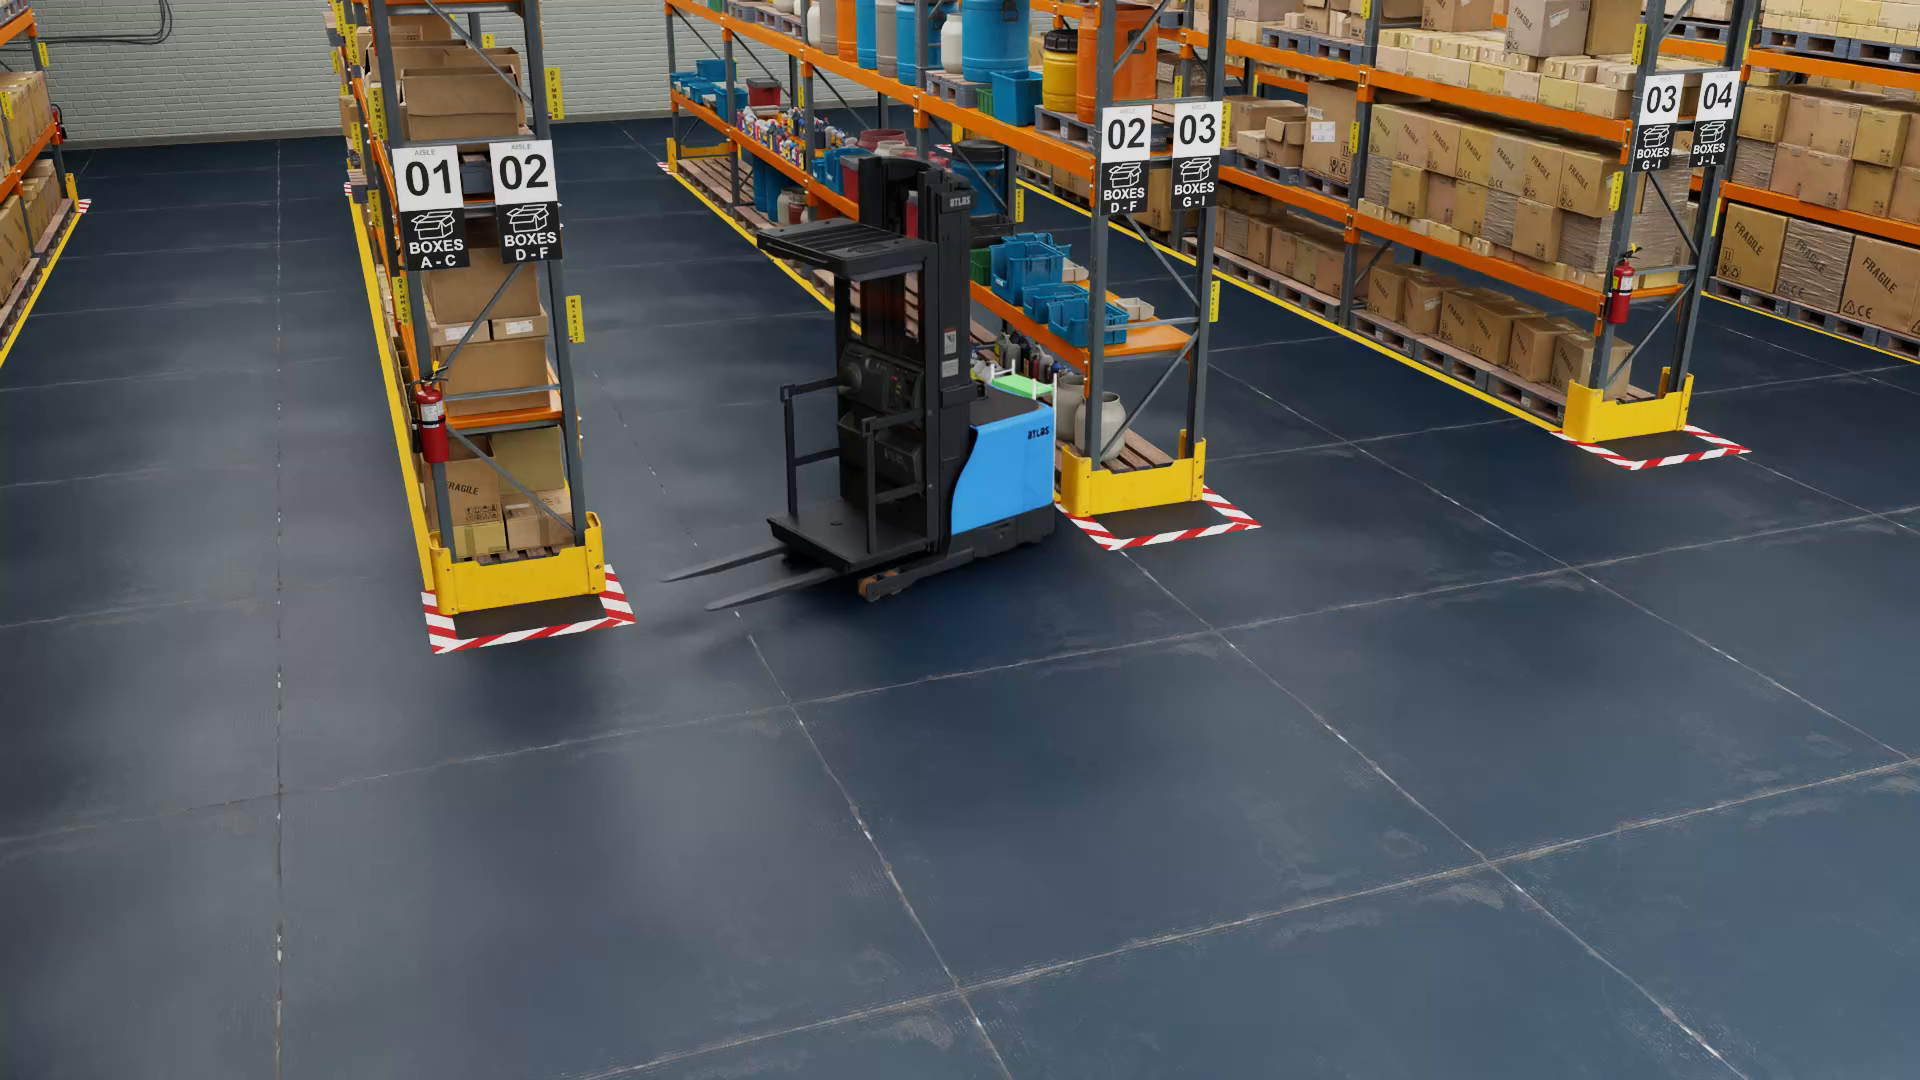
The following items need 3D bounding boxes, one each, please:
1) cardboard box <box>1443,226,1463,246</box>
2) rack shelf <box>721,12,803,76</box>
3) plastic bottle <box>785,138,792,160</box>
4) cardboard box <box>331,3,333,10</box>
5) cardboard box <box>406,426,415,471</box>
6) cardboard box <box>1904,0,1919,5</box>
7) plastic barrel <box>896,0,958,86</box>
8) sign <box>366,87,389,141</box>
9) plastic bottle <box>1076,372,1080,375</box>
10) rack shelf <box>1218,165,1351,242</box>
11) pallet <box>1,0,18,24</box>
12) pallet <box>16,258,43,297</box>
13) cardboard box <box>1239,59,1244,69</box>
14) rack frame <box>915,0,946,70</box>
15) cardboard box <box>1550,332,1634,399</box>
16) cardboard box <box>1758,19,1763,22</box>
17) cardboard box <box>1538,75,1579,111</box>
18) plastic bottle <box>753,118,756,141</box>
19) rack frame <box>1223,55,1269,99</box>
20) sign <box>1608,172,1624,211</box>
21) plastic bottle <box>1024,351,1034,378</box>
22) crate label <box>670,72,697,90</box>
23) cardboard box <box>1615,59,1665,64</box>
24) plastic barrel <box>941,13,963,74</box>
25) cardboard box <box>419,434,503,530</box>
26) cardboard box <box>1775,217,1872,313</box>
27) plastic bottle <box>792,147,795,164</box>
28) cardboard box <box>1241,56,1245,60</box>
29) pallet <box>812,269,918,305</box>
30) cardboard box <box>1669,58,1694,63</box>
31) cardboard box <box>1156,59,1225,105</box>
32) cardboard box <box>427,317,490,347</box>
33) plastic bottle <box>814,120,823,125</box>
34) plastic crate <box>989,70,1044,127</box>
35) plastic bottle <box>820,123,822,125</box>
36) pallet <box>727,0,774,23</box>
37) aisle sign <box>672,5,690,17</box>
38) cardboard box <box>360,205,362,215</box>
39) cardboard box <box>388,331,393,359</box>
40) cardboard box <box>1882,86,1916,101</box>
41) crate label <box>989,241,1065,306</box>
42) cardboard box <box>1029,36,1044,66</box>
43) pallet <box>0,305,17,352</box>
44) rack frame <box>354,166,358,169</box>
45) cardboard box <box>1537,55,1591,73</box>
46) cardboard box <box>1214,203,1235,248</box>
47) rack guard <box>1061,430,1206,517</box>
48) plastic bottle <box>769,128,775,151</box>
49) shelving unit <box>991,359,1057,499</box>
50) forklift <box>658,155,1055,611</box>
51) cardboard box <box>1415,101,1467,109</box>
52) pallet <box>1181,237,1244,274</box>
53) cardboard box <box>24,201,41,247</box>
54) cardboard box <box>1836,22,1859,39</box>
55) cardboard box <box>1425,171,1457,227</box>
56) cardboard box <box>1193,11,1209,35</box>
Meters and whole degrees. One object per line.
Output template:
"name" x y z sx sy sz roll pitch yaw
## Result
"cardboard box" 5.037 -3.034 16.533 0.380 0.149 0.250 -8 24 -19
"rack shelf" -2.053 -6.363 21.173 1.077 0.370 4.000 -8 24 -19
"plastic bottle" -2.132 -4.885 20.767 0.097 0.271 0.097 0 23 0
"cardboard box" -8.522 -7.541 23.234 0.500 0.250 0.500 -8 24 -19
"cardboard box" -4.345 -0.806 13.923 0.500 0.250 0.500 -8 24 -19
"cardboard box" 9.813 -5.506 16.840 0.380 0.149 0.250 -8 24 -19
"plastic barrel" -0.317 -4.901 16.131 0.600 0.901 0.708 -8 24 -19
"sign" -3.669 -2.685 10.482 0.100 0.325 0.005 -8 24 -19
"plastic bottle" 1.067 -1.416 15.303 0.061 0.283 0.133 -8 24 -18
"rack shelf" 3.993 -4.207 19.920 1.077 0.370 4.000 -8 24 -19
"pallet" -12.735 -6.763 21.308 1.003 0.211 1.213 -8 24 -19
"pallet" -11.685 -3.125 20.016 1.003 0.211 1.213 -8 24 -19
"cardboard box" 5.118 -8.346 29.136 0.380 0.149 0.250 -9 24 -20
"rack frame" 0.066 -5.897 15.278 1.000 3.000 0.127 -8 24 -19
"cardboard box" 5.908 -1.629 15.555 0.500 0.500 0.500 -4 23 -9
"cardboard box" 14.812 -9.881 31.300 0.500 0.500 0.500 -8 24 -18
"cardboard box" 5.526 -3.993 14.817 0.500 0.250 0.500 -8 24 -19
"plastic bottle" -2.716 -5.471 22.142 0.061 0.283 0.133 -8 24 -19
"rack frame" 5.136 -8.816 29.928 1.000 3.000 0.127 -8 24 -19
"sign" 5.586 -2.969 14.158 0.100 0.325 0.005 -8 24 -19
"plastic bottle" 0.658 -1.679 15.925 0.061 0.283 0.133 -8 24 -19
"crate label" -4.394 -7.308 26.489 0.416 0.233 0.303 -8 24 -19
"cardboard box" 6.026 -4.170 14.722 0.380 0.149 0.250 -9 24 -20
"plastic barrel" 0.034 -4.576 15.323 0.421 0.512 0.421 0 23 0
"cardboard box" -3.624 -0.427 12.058 0.500 0.500 0.500 -8 24 -19
"cardboard box" 9.854 -3.105 18.574 0.875 0.875 0.875 -8 24 -19
"plastic bottle" -2.029 -4.746 20.529 0.097 0.201 0.097 0 23 0
"cardboard box" 5.249 -8.607 28.921 0.500 0.500 0.500 -8 24 -19
"pallet" -1.110 -3.014 19.753 1.003 0.211 1.213 -8 24 -19
"cardboard box" 11.581 -7.485 26.320 0.500 0.250 0.500 -9 25 -21
"cardboard box" 3.044 -6.042 21.926 0.797 0.503 0.637 -7 24 -17
"cardboard box" -3.469 -1.458 11.508 0.380 0.149 0.250 -9 24 -20
"plastic bottle" -1.882 -5.434 22.064 0.152 0.276 0.135 -8 24 -19
"plastic crate" 0.524 -3.706 13.962 0.392 0.384 0.575 -8 24 -19
"plastic bottle" -1.825 -5.337 21.839 0.097 0.271 0.097 0 23 0
"pallet" -2.392 -7.063 22.150 1.213 0.211 1.003 -8 24 -19
"aisle sign" -4.476 -8.676 26.249 0.394 0.787 0.004 -8 24 -19
"cardboard box" -8.051 -4.546 22.902 0.380 0.149 0.250 -8 24 -19
"cardboard box" -5.523 -2.046 16.867 0.500 0.250 0.500 -8 24 -18
"cardboard box" 13.054 -6.243 22.772 0.500 0.500 0.500 -9 25 -21
"crate label" 0.576 -2.327 14.487 0.502 0.435 0.616 -8 24 -19
"cardboard box" 1.288 -7.445 25.521 0.500 0.500 0.500 -8 24 -18
"pallet" -10.823 -2.238 17.913 1.003 0.211 1.213 -8 24 -19
"rack frame" -8.808 -6.814 25.179 1.000 3.000 0.127 -8 24 -19
"cardboard box" 5.460 -4.304 15.040 0.380 0.149 0.250 -8 24 -18
"cardboard box" 3.542 -4.076 21.333 0.700 0.500 0.500 -10 25 -22
"rack guard" 1.408 -0.548 13.531 1.175 0.500 0.348 -8 24 -19
"plastic bottle" -2.405 -5.151 21.384 0.061 0.283 0.133 -8 24 -19
"shelving unit" 0.495 -0.780 13.180 0.258 1.200 0.503 -18 29 -36
"forklift" -0.732 -1.143 11.812 3.031 2.935 1.130 -18 29 -36
"cardboard box" 5.116 -4.330 17.486 0.500 0.500 0.500 -8 24 -19
"pallet" 3.561 -3.696 21.372 1.003 0.211 1.213 -8 24 -19
"cardboard box" -12.197 -4.007 21.197 0.700 0.500 0.500 -8 24 -18
"cardboard box" 9.547 -5.414 17.648 0.380 0.149 0.250 -9 24 -20
"cardboard box" 5.215 -3.469 16.730 0.875 0.500 0.500 -8 24 -19
"cardboard box" 3.215 -6.373 20.463 0.500 0.250 0.500 -8 24 -18
